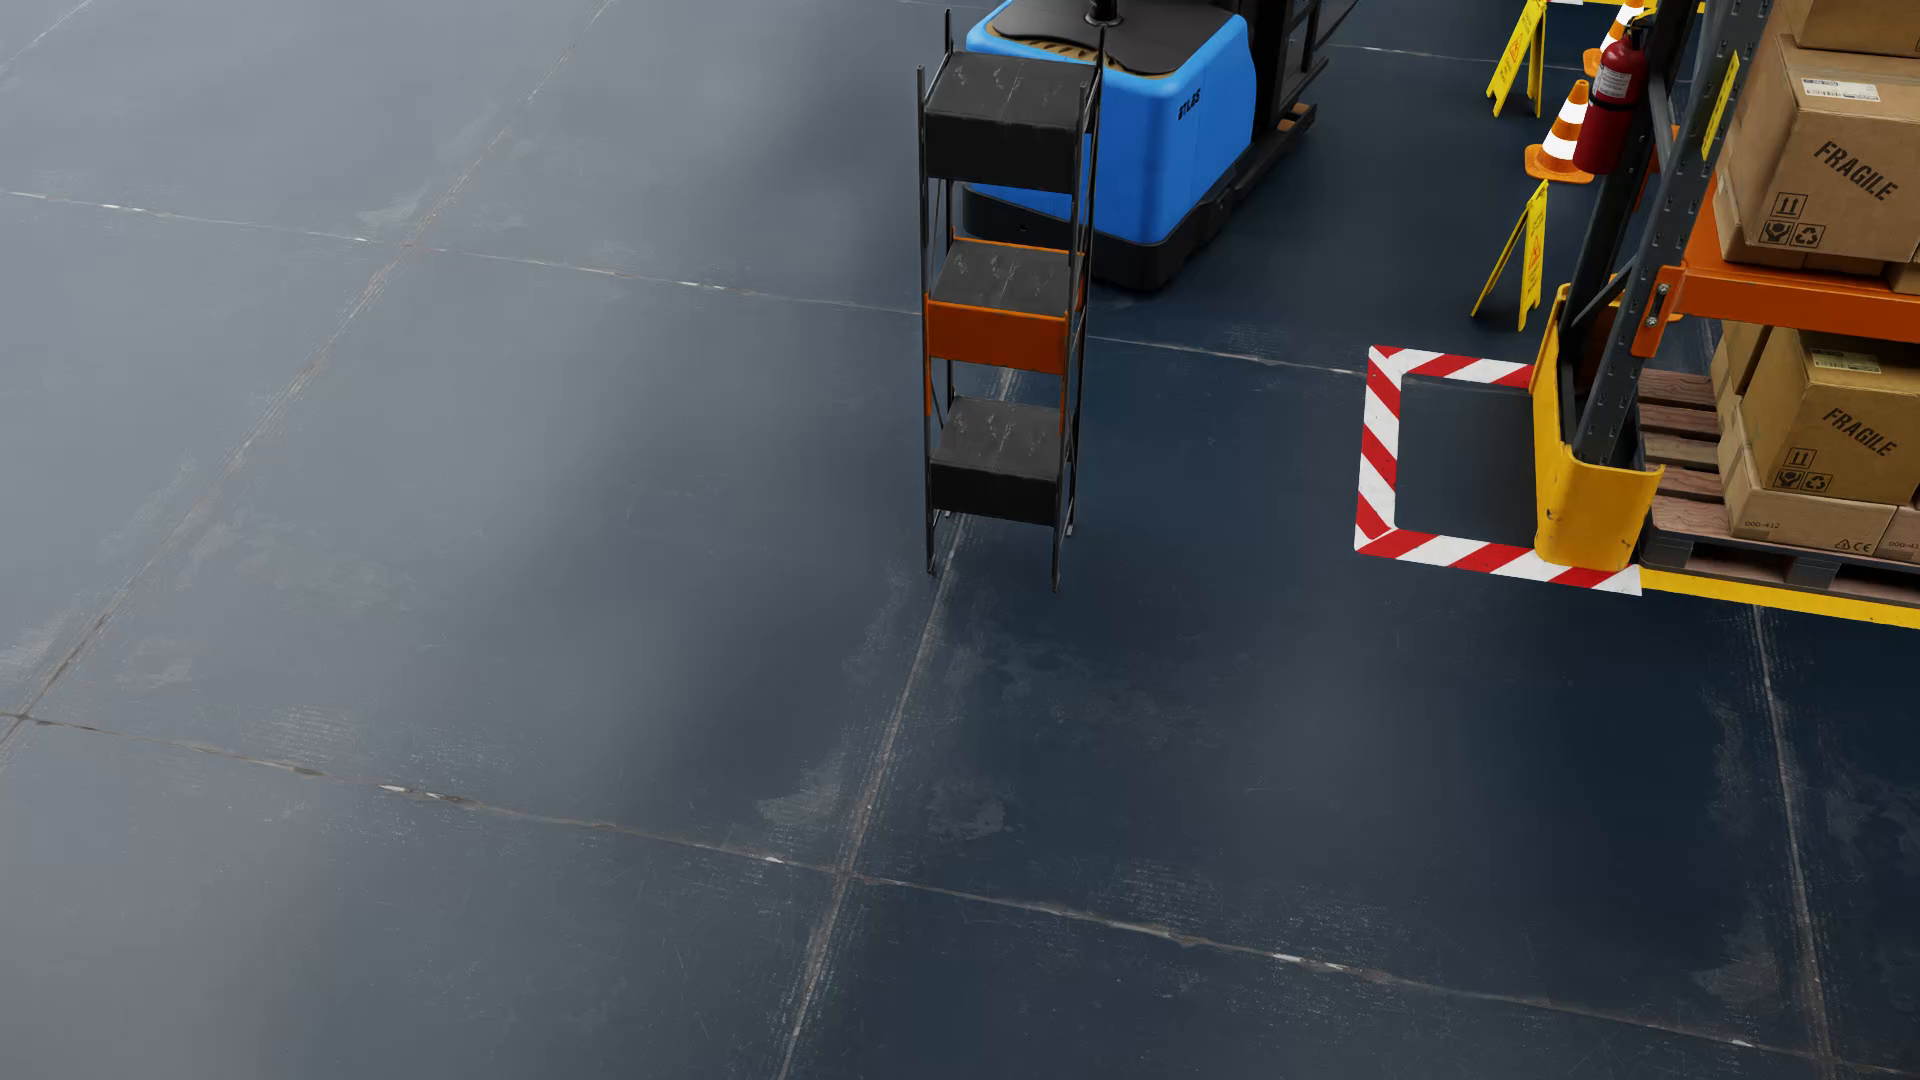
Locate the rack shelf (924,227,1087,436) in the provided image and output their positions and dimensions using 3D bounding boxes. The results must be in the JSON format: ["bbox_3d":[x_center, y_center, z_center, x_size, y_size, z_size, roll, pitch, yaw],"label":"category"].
[{"bbox_3d":[0.162,-0.722,5.746,0.480,0.518,0.431,9,45,9],"label":"rack shelf"}]

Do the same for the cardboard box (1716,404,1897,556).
[{"bbox_3d":[3.166,-0.232,6.248,0.500,0.250,0.500,8,45,9],"label":"cardboard box"}]

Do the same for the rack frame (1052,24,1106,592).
[{"bbox_3d":[0.400,-0.694,5.698,0.015,2.100,0.400,9,45,9],"label":"rack frame"}]

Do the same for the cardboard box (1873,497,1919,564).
[{"bbox_3d":[3.662,-0.149,6.163,0.500,0.250,0.500,10,45,11],"label":"cardboard box"}]

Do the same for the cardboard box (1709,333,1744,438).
[{"bbox_3d":[3.310,-0.597,6.628,0.500,0.250,0.500,9,45,9],"label":"cardboard box"}]

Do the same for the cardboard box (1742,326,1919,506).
[{"bbox_3d":[3.189,-0.499,5.985,0.500,0.500,0.500,7,44,8],"label":"cardboard box"}]

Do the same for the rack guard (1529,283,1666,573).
[{"bbox_3d":[2.513,-0.468,6.617,0.348,0.500,1.175,9,45,9],"label":"rack guard"}]

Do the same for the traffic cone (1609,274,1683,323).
[{"bbox_3d":[3.140,-1.274,7.481,0.334,0.463,0.336,9,45,9],"label":"traffic cone"}]

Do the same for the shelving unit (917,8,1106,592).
[{"bbox_3d":[0.162,-0.731,5.737,0.503,2.100,0.431,9,45,9],"label":"shelving unit"}]

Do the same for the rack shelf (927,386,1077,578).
[{"bbox_3d":[0.162,-0.217,6.231,0.480,0.518,0.431,9,45,9],"label":"rack shelf"}]

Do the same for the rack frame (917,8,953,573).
[{"bbox_3d":[-0.077,-0.768,5.775,0.015,2.100,0.400,9,45,9],"label":"rack frame"}]

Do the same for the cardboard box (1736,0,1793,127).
[{"bbox_3d":[3.029,-1.628,5.732,0.500,0.500,0.500,8,44,8],"label":"cardboard box"}]

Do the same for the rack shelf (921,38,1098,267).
[{"bbox_3d":[0.162,-1.226,5.261,0.480,0.518,0.431,9,45,9],"label":"rack shelf"}]

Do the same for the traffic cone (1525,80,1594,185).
[{"bbox_3d":[3.051,-2.077,8.315,0.334,0.463,0.336,9,45,9],"label":"traffic cone"}]

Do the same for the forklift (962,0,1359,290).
[{"bbox_3d":[1.197,-3.201,7.703,1.130,2.935,3.031,22,48,22],"label":"forklift"}]

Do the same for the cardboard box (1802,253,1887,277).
[{"bbox_3d":[2.975,-1.070,5.620,0.250,0.149,0.380,9,45,10],"label":"cardboard box"}]

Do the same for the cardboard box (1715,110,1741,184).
[{"bbox_3d":[2.851,-1.378,5.941,0.250,0.149,0.380,10,45,10],"label":"cardboard box"}]

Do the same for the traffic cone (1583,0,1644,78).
[{"bbox_3d":[3.629,-2.790,9.056,0.334,0.463,0.336,9,45,9],"label":"traffic cone"}]

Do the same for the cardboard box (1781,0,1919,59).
[{"bbox_3d":[2.985,-1.954,5.350,0.500,0.500,0.700,8,44,8],"label":"cardboard box"}]

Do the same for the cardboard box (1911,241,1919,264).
[{"bbox_3d":[3.347,-1.188,5.275,0.500,0.500,0.500,10,45,10],"label":"cardboard box"}]

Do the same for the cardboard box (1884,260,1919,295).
[{"bbox_3d":[3.216,-0.975,5.521,0.250,0.149,0.380,8,44,8],"label":"cardboard box"}]

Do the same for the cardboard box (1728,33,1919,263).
[{"bbox_3d":[2.841,-1.264,5.355,0.500,0.500,0.500,8,45,8],"label":"cardboard box"}]

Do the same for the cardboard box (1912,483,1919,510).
[{"bbox_3d":[3.700,-0.422,5.906,0.500,0.500,0.500,7,44,8],"label":"cardboard box"}]

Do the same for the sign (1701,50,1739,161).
[{"bbox_3d":[2.321,-1.325,5.080,0.005,0.325,0.100,9,45,9],"label":"sign"}]

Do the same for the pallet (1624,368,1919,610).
[{"bbox_3d":[3.298,-0.217,6.564,1.213,0.211,1.003,9,45,9],"label":"pallet"}]

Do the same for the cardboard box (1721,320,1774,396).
[{"bbox_3d":[3.278,-0.866,6.367,0.500,0.500,0.500,9,45,9],"label":"cardboard box"}]

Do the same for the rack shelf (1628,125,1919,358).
[{"bbox_3d":[4.391,-0.818,5.697,4.000,0.370,1.077,9,45,9],"label":"rack shelf"}]

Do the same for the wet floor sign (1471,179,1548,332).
[{"bbox_3d":[2.487,-1.285,7.361,0.232,0.644,0.267,24,49,23],"label":"wet floor sign"}]

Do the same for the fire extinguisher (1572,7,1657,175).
[{"bbox_3d":[2.428,-1.682,6.131,0.183,0.674,0.296,9,45,9],"label":"fire extinguisher"}]

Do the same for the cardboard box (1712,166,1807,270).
[{"bbox_3d":[2.725,-1.098,5.650,0.250,0.149,0.380,9,45,9],"label":"cardboard box"}]

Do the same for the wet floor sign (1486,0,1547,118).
[{"bbox_3d":[2.961,-2.562,8.687,0.232,0.644,0.267,2,44,2],"label":"wet floor sign"}]

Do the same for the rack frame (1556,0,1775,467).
[{"bbox_3d":[2.439,-1.380,5.762,0.127,3.000,1.000,9,45,9],"label":"rack frame"}]
